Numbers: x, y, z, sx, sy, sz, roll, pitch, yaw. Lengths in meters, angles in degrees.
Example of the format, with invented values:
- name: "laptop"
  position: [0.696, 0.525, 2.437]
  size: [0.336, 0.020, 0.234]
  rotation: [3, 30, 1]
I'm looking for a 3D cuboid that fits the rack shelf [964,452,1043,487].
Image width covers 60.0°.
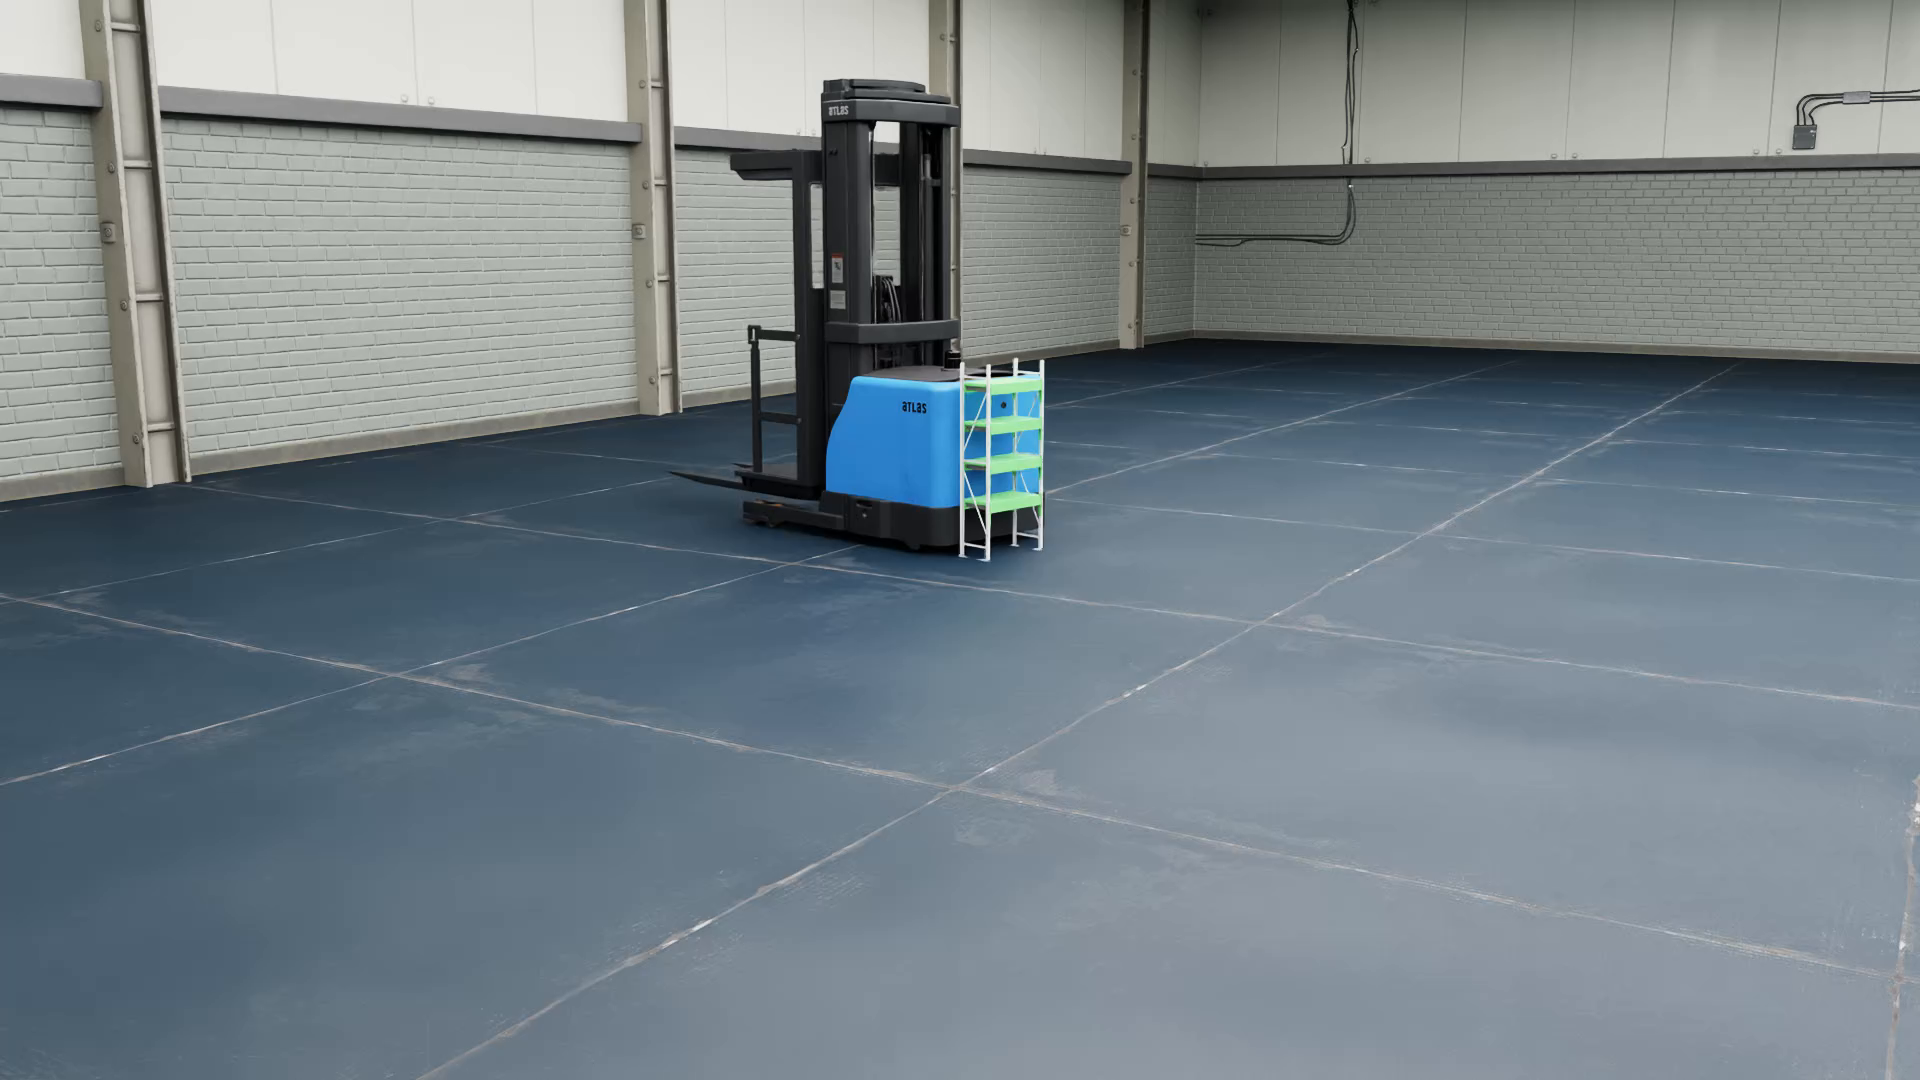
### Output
- name: "rack shelf"
  position: [0.259, -0.442, 10.315]
  size: [0.258, 0.148, 0.480]
  rotation: [10, 15, 43]

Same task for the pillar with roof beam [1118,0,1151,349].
- name: "pillar with roof beam"
  position: [6.602, -7.301, 25.411]
  size: [9.100, 9.000, 0.400]
  rotation: [6, 12, 31]

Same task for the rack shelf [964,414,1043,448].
- name: "rack shelf"
  position: [0.260, -0.678, 10.271]
  size: [0.258, 0.148, 0.480]
  rotation: [10, 15, 43]

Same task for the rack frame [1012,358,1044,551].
- name: "rack frame"
  position: [0.428, -0.537, 10.477]
  size: [0.240, 1.200, 0.015]
  rotation: [10, 15, 43]

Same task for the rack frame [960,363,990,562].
- name: "rack frame"
  position: [0.091, -0.472, 10.131]
  size: [0.240, 1.200, 0.015]
  rotation: [10, 15, 43]

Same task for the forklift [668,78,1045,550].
- name: "forklift"
  position: [-0.852, -1.584, 11.366]
  size: [3.031, 2.935, 1.130]
  rotation: [10, 15, 43]

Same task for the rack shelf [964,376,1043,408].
- name: "rack shelf"
  position: [0.260, -0.914, 10.227]
  size: [0.258, 0.148, 0.480]
  rotation: [10, 15, 43]

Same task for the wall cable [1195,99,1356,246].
- name: "wall cable"
  position: [5.582, -6.523, 29.694]
  size: [3.097, 2.526, 0.112]
  rotation: [6, 12, 31]

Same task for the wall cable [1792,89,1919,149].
- name: "wall cable"
  position: [13.688, -8.811, 24.237]
  size: [2.305, 6.003, 0.169]
  rotation: [6, 12, 31]

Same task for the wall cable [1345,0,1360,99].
- name: "wall cable"
  position: [7.895, -8.747, 27.849]
  size: [3.097, 2.526, 0.112]
  rotation: [6, 12, 31]

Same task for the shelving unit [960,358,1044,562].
- name: "shelving unit"
  position: [0.259, -0.505, 10.304]
  size: [0.258, 1.200, 0.503]
  rotation: [10, 15, 43]

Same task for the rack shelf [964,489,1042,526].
- name: "rack shelf"
  position: [0.259, -0.206, 10.360]
  size: [0.258, 0.148, 0.480]
  rotation: [10, 15, 43]

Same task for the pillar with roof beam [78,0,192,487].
- name: "pillar with roof beam"
  position: [-2.743, -4.470, 10.290]
  size: [9.100, 9.000, 0.400]
  rotation: [6, 12, 31]

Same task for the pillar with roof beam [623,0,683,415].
- name: "pillar with roof beam"
  position: [0.372, -5.413, 15.331]
  size: [9.100, 9.000, 0.400]
  rotation: [6, 12, 31]

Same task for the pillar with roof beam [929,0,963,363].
- name: "pillar with roof beam"
  position: [3.487, -6.357, 20.371]
  size: [9.100, 9.000, 0.400]
  rotation: [6, 12, 31]
